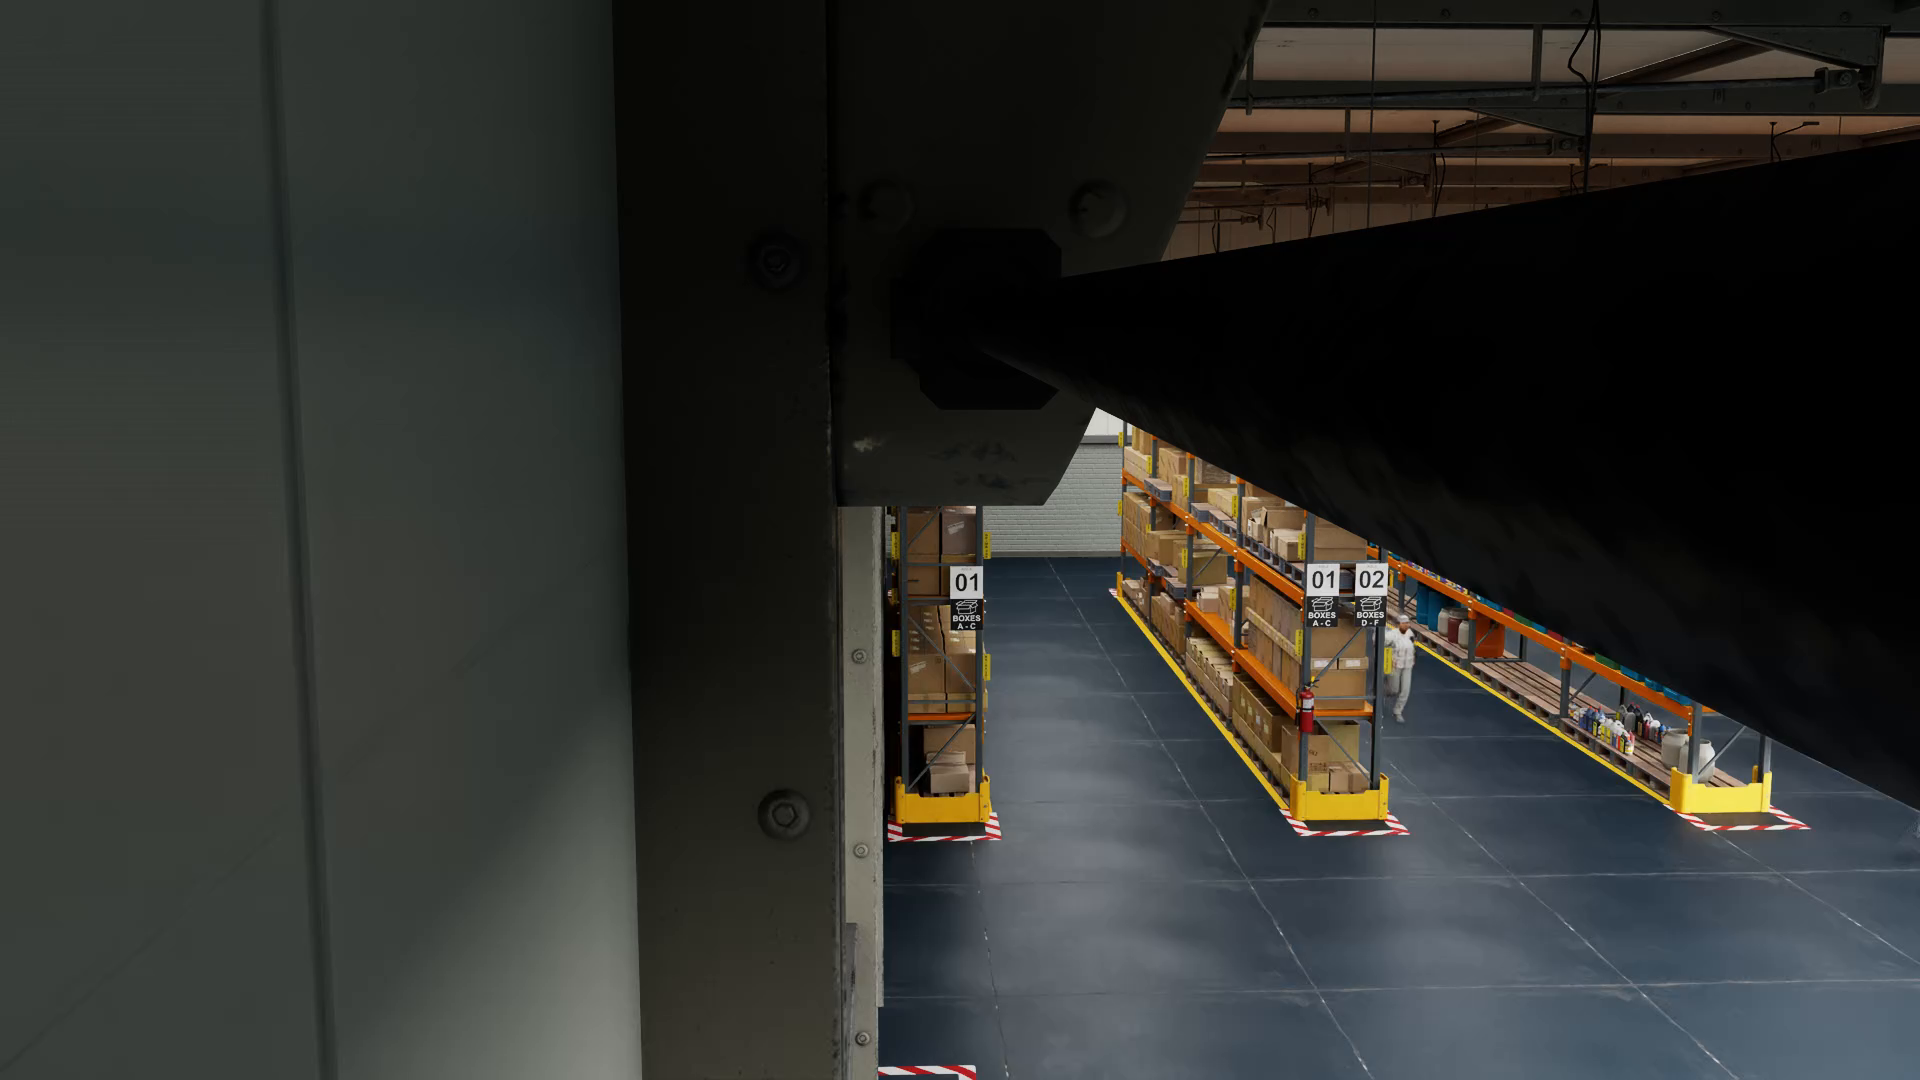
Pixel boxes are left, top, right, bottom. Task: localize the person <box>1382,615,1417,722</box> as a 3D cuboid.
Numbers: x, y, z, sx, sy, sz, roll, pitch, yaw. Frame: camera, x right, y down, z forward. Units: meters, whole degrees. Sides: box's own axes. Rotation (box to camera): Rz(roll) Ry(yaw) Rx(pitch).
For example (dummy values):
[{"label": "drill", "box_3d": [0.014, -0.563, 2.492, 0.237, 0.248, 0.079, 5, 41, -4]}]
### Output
[{"label": "person", "box_3d": [6.753, 1.946, 25.661, 0.627, 1.640, 0.645, -2, 8, -15]}]
